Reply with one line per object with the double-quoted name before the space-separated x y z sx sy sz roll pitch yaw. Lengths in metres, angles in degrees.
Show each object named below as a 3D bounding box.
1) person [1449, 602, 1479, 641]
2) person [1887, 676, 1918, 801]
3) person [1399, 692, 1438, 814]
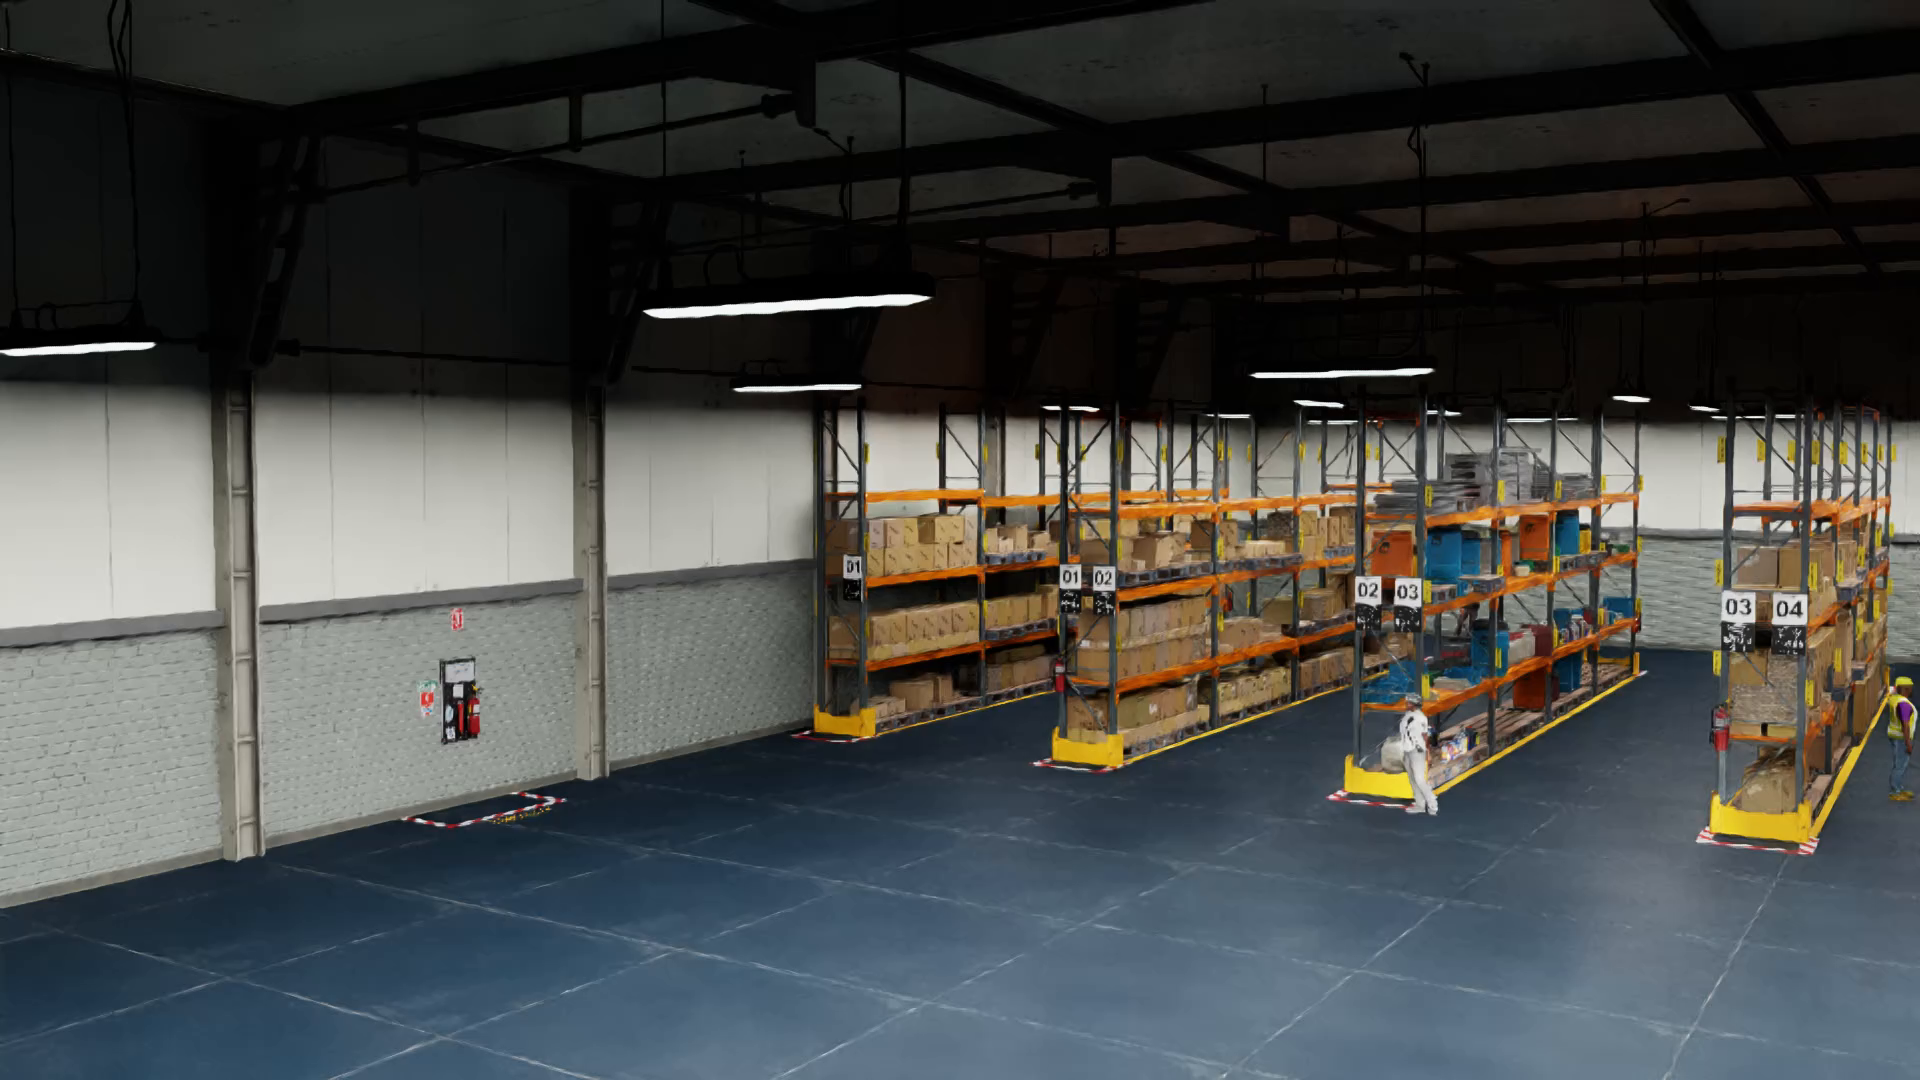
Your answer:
"person" 13.374 1.838 44.070 0.728 1.714 0.511 -1 3 -11
"person" 13.584 2.840 23.947 0.394 1.768 0.684 1 3 17
"person" 6.387 2.956 23.098 0.456 1.670 0.588 -1 3 -13
